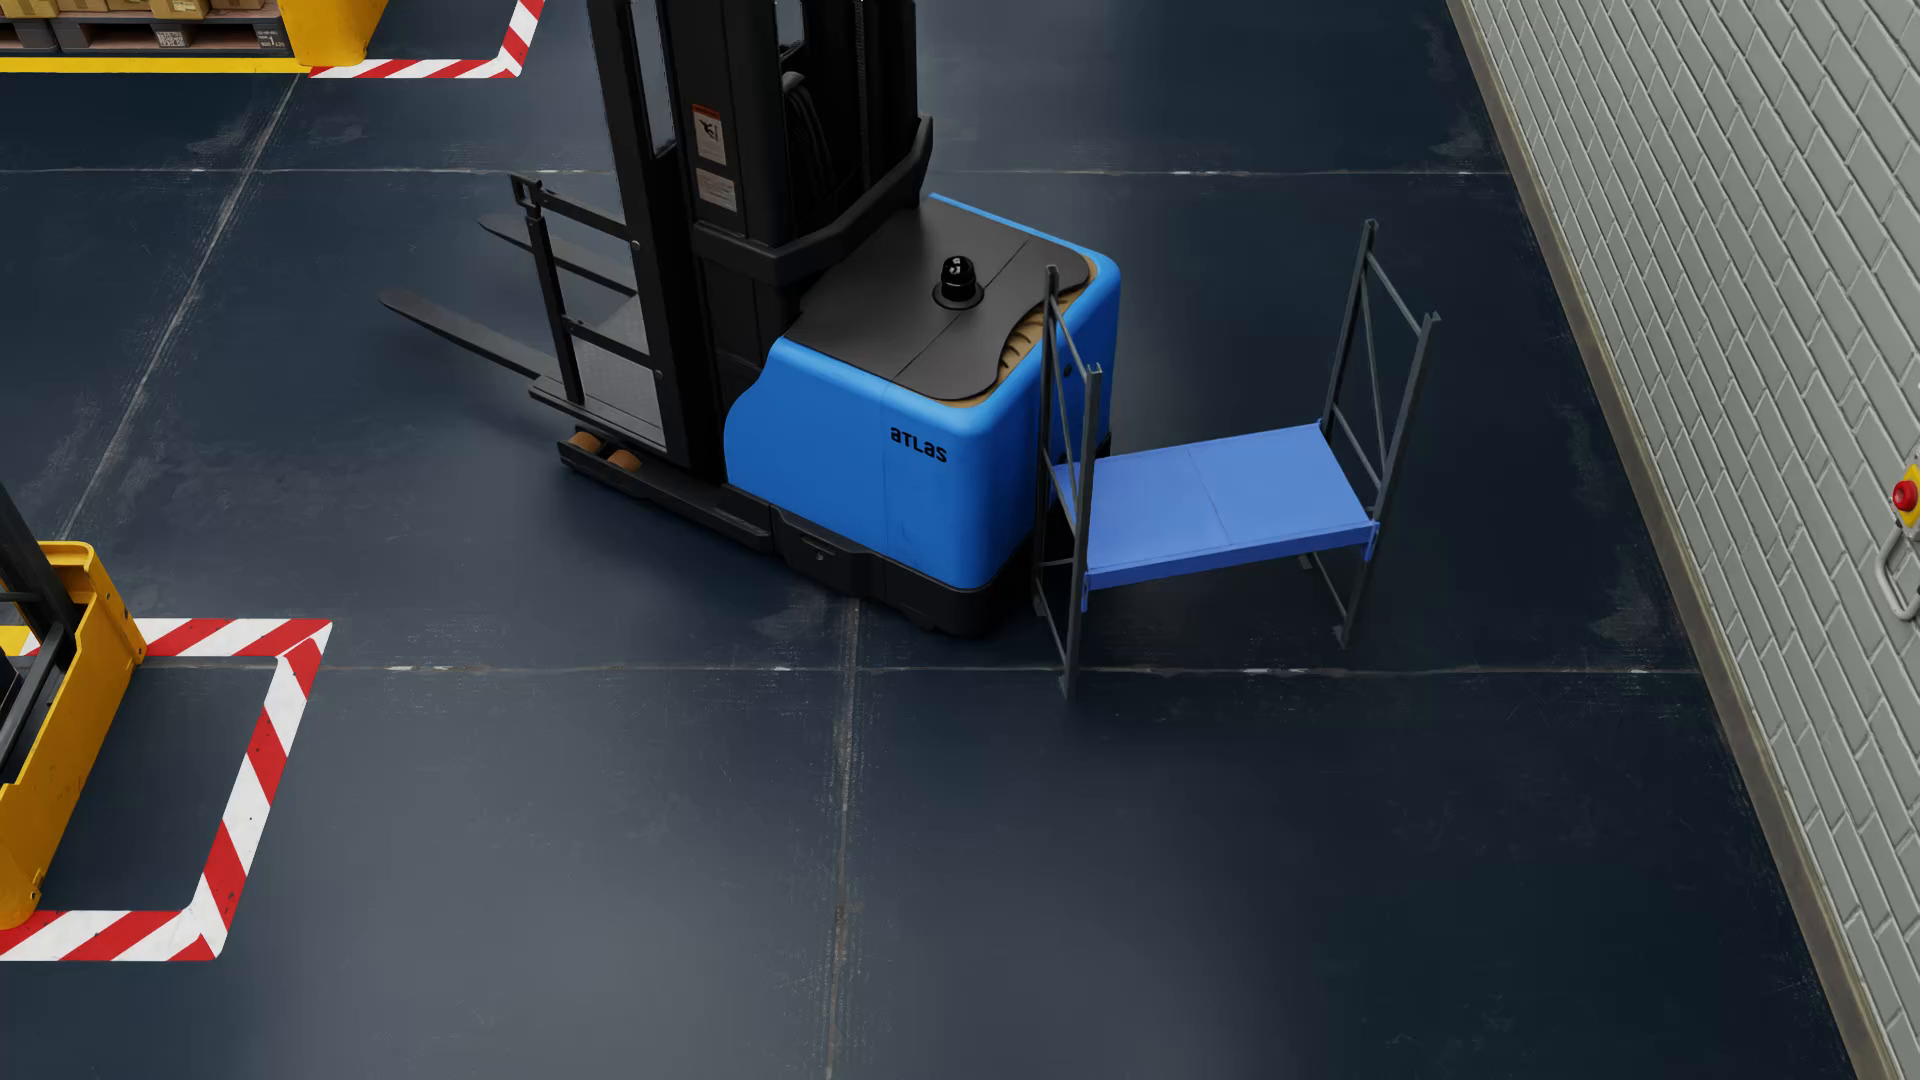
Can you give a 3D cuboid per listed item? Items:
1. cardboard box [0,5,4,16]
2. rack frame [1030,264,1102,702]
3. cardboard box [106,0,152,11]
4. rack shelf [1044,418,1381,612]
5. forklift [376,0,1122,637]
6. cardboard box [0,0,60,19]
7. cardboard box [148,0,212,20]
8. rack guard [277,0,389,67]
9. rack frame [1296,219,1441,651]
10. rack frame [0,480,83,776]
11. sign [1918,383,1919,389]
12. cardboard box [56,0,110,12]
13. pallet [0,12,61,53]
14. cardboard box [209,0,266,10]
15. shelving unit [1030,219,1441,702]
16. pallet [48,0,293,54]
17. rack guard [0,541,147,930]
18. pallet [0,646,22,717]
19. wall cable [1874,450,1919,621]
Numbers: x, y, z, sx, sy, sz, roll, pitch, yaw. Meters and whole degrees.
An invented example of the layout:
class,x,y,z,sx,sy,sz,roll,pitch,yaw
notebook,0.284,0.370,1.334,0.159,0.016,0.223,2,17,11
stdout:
class,x,y,z,sx,sy,sz,roll,pitch,yaw
cardboard box,-4.982,-2.843,8.508,0.250,0.149,0.380,1,47,1
rack frame,0.326,-0.132,5.349,0.032,1.500,0.500,-10,48,-9
cardboard box,-4.207,-2.882,8.544,0.250,0.149,0.380,0,47,0
rack shelf,0.822,-0.093,5.558,1.000,0.185,0.538,-10,48,-9
forklift,-0.956,-1.486,5.630,3.031,2.935,1.130,24,52,21
cardboard box,-4.709,-2.828,8.494,0.250,0.149,0.380,-2,47,-2
cardboard box,-3.943,-2.818,8.485,0.250,0.149,0.380,1,47,1
rack guard,-3.234,-3.020,8.719,0.348,0.500,1.175,0,47,0
rack frame,1.317,-0.299,5.503,0.032,1.500,0.500,-10,48,-9
rack frame,-3.075,-0.248,4.431,0.127,3.000,1.000,0,47,0
sign,2.625,-0.376,4.367,0.001,0.218,0.327,0,47,0
cardboard box,-4.454,-2.873,8.536,0.250,0.149,0.380,1,47,1
pallet,-5.263,-2.955,8.856,1.213,0.211,1.003,0,47,0
cardboard box,-3.685,-2.892,8.553,0.250,0.149,0.380,1,47,1
shelving unit,0.822,-0.216,5.426,1.048,1.500,0.538,-10,48,-9
pallet,-4.046,-2.949,8.851,1.213,0.211,1.003,0,47,0
rack guard,-3.051,0.604,5.346,0.348,0.500,1.175,0,47,0
pallet,-3.875,0.758,5.401,1.213,0.211,1.003,0,47,0
wall cable,2.563,-0.606,4.049,0.123,1.953,0.585,0,47,0
